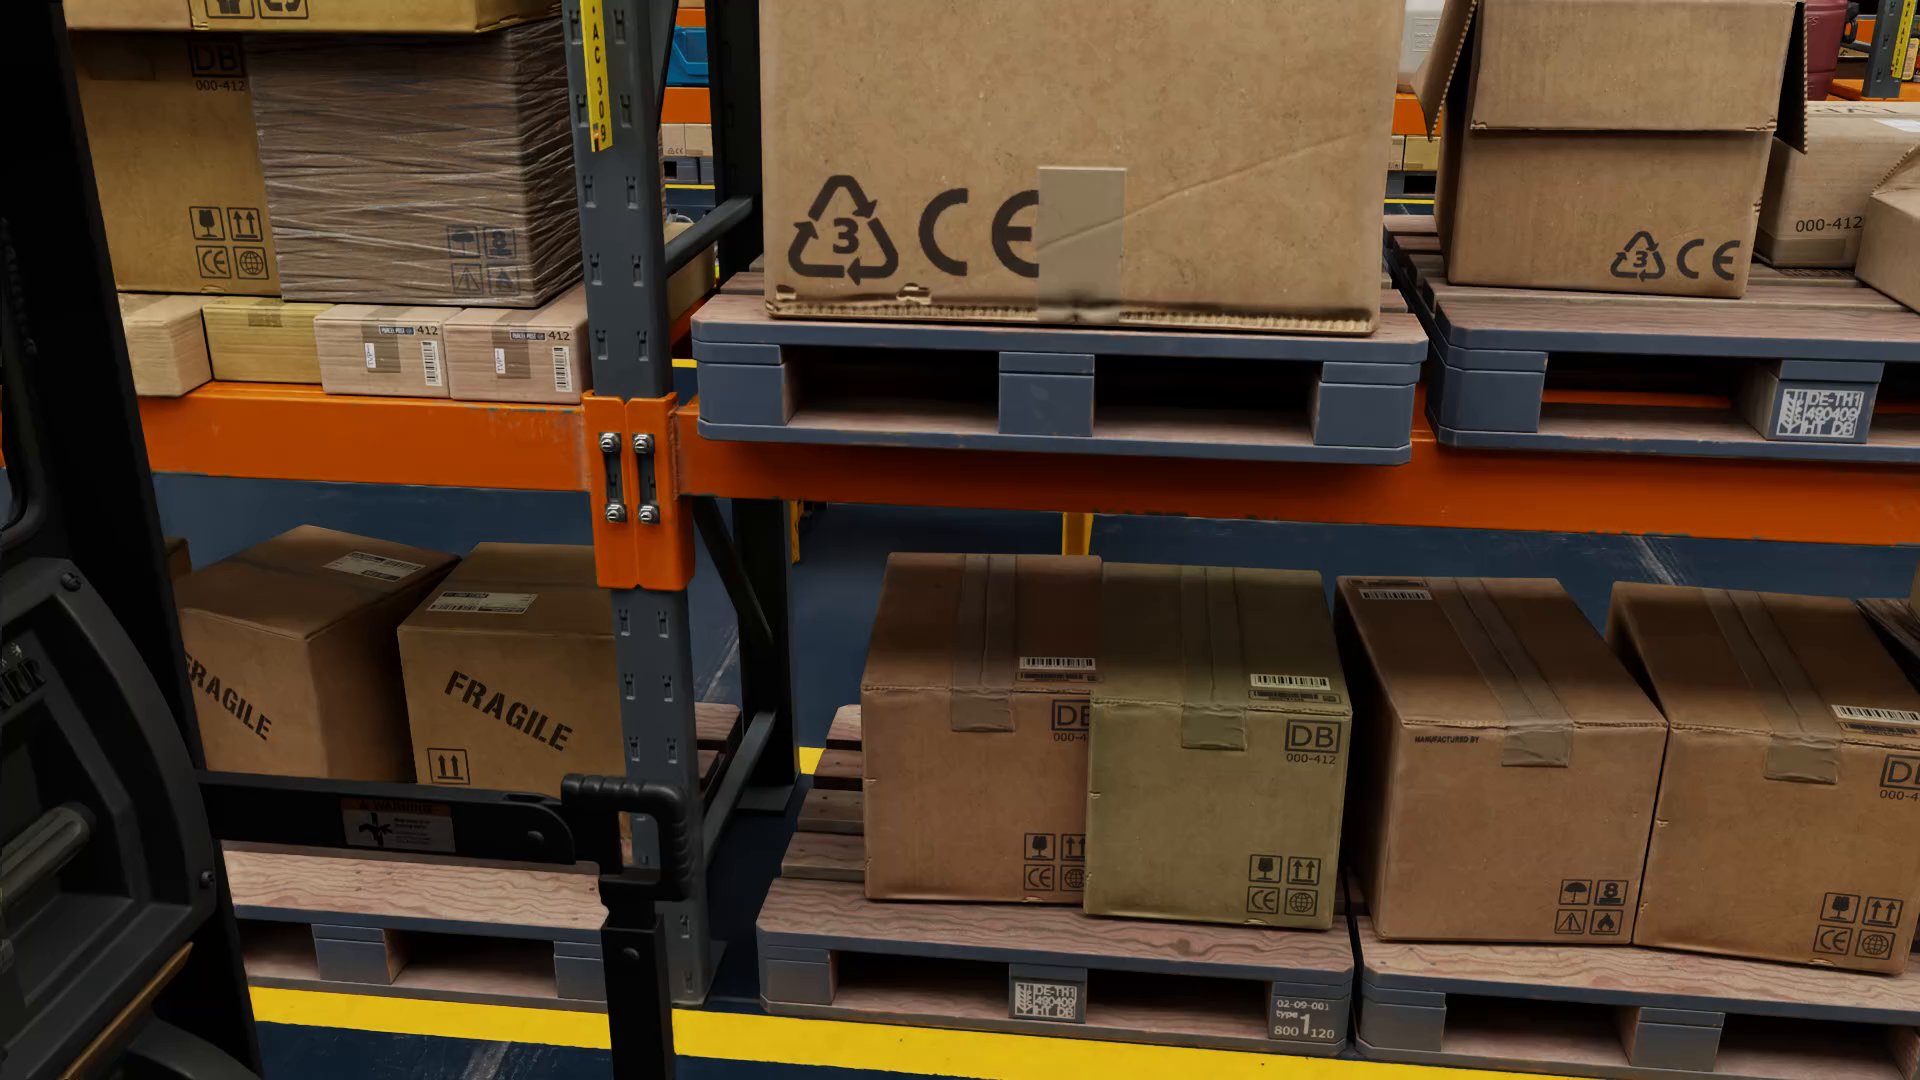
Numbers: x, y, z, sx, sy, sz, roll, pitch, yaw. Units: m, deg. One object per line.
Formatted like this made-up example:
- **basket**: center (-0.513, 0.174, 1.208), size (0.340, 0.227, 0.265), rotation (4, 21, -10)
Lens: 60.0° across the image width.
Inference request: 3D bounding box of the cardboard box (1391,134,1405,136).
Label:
- **cardboard box**: center (3.035, -3.198, 12.355), size (0.500, 0.311, 0.500), rotation (2, 22, 6)

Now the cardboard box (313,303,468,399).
- **cardboard box**: center (-1.035, -0.401, 3.215), size (0.250, 0.149, 0.380), rotation (2, 22, 6)

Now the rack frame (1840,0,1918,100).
- **rack frame**: center (4.015, -2.236, 7.517), size (0.127, 3.000, 1.000), rotation (2, 22, 6)

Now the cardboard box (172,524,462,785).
- **cardboard box**: center (-1.502, 0.312, 3.899), size (0.500, 0.500, 0.500), rotation (10, 24, 23)

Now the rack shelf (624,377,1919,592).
- **rack shelf**: center (1.446, -0.180, 3.294), size (4.000, 0.370, 1.077), rotation (2, 22, 6)

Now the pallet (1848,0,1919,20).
- **pallet**: center (6.533, -3.873, 11.918), size (1.213, 0.211, 1.003), rotation (2, 22, 6)

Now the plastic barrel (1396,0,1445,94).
- **plastic barrel**: center (2.125, -2.301, 7.495), size (0.433, 0.535, 0.433), rotation (0, 22, 0)

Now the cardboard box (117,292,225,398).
- **cardboard box**: center (-1.538, -0.403, 3.222), size (0.250, 0.149, 0.380), rotation (2, 22, 6)

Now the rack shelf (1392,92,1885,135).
- **rack shelf**: center (2.029, -1.988, 7.868), size (4.000, 0.370, 1.077), rotation (2, 22, 6)

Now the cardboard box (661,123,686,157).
- **cardboard box**: center (-2.339, -3.183, 13.079), size (0.500, 0.250, 0.500), rotation (2, 22, 6)

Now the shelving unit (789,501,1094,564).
- **shelving unit**: center (-0.076, -0.701, 5.672), size (1.083, 1.500, 0.587), rotation (2, 22, 6)

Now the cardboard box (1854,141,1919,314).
- **cardboard box**: center (1.744, -0.534, 2.823), size (0.258, 0.266, 0.396), rotation (2, 22, 5)

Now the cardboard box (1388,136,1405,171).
- **cardboard box**: center (3.039, -2.939, 12.462), size (0.500, 0.250, 0.500), rotation (3, 22, 8)

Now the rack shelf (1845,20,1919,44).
- **rack shelf**: center (6.588, -3.624, 12.004), size (4.000, 0.370, 1.077), rotation (2, 22, 6)

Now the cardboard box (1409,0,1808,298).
- **cardboard box**: center (1.192, -0.803, 3.180), size (0.637, 0.503, 0.797), rotation (5, 22, 12)

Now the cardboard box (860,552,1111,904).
- **cardboard box**: center (0.067, 0.391, 3.672), size (0.500, 0.500, 0.700), rotation (1, 22, 2)

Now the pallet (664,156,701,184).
- **pallet**: center (-2.578, -3.076, 13.434), size (1.213, 0.211, 1.003), rotation (2, 22, 6)

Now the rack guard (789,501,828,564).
- **rack guard**: center (-0.570, -0.141, 5.957), size (0.087, 0.250, 0.587), rotation (2, 22, 6)

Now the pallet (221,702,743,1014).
- **pallet**: center (-1.211, 0.679, 3.934), size (1.213, 0.211, 1.003), rotation (2, 22, 6)

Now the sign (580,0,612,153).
- **sign**: center (-0.596, -0.805, 2.719), size (0.005, 0.325, 0.100), rotation (2, 22, 6)

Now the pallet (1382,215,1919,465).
- **pallet**: center (1.461, -0.410, 3.157), size (1.213, 0.211, 1.003), rotation (2, 22, 6)

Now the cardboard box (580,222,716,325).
- **cardboard box**: center (-0.718, -0.603, 3.728), size (0.250, 0.149, 0.380), rotation (2, 22, 6)

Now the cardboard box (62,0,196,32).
- **cardboard box**: center (-1.516, -1.191, 2.972), size (0.500, 0.500, 0.500), rotation (2, 22, 6)

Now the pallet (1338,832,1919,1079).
- **pallet**: center (1.448, 0.781, 3.678), size (1.213, 0.211, 1.003), rotation (2, 22, 6)

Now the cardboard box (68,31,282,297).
- **cardboard box**: center (-1.472, -0.863, 3.501), size (0.500, 0.500, 0.875), rotation (2, 22, 6)

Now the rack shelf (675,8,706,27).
- **rack shelf**: center (-1.357, -3.970, 12.880), size (4.000, 0.370, 1.077), rotation (2, 22, 6)

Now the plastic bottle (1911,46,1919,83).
- **plastic bottle**: center (4.579, -2.271, 7.874), size (0.097, 0.201, 0.097), rotation (0, 22, 0)

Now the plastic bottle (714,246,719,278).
- **plastic bottle**: center (-1.142, -1.327, 8.221), size (0.185, 0.351, 0.144), rotation (2, 22, 6)

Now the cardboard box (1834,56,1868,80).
- **cardboard box**: center (6.631, -3.437, 12.336), size (0.500, 0.250, 0.500), rotation (2, 22, 5)

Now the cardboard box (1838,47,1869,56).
- **cardboard box**: center (8.492, -4.857, 16.497), size (0.750, 0.750, 0.750), rotation (3, 22, 7)

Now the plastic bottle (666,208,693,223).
- **plastic bottle**: center (-1.504, -1.603, 8.920), size (0.185, 0.351, 0.144), rotation (3, 22, 9)

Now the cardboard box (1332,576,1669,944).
- **cardboard box**: center (1.094, 0.443, 3.542), size (0.500, 0.500, 0.700), rotation (1, 22, 2)

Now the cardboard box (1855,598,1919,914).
- **cardboard box**: center (2.212, 0.489, 3.425), size (0.500, 0.500, 0.700), rotation (1, 22, 2)
